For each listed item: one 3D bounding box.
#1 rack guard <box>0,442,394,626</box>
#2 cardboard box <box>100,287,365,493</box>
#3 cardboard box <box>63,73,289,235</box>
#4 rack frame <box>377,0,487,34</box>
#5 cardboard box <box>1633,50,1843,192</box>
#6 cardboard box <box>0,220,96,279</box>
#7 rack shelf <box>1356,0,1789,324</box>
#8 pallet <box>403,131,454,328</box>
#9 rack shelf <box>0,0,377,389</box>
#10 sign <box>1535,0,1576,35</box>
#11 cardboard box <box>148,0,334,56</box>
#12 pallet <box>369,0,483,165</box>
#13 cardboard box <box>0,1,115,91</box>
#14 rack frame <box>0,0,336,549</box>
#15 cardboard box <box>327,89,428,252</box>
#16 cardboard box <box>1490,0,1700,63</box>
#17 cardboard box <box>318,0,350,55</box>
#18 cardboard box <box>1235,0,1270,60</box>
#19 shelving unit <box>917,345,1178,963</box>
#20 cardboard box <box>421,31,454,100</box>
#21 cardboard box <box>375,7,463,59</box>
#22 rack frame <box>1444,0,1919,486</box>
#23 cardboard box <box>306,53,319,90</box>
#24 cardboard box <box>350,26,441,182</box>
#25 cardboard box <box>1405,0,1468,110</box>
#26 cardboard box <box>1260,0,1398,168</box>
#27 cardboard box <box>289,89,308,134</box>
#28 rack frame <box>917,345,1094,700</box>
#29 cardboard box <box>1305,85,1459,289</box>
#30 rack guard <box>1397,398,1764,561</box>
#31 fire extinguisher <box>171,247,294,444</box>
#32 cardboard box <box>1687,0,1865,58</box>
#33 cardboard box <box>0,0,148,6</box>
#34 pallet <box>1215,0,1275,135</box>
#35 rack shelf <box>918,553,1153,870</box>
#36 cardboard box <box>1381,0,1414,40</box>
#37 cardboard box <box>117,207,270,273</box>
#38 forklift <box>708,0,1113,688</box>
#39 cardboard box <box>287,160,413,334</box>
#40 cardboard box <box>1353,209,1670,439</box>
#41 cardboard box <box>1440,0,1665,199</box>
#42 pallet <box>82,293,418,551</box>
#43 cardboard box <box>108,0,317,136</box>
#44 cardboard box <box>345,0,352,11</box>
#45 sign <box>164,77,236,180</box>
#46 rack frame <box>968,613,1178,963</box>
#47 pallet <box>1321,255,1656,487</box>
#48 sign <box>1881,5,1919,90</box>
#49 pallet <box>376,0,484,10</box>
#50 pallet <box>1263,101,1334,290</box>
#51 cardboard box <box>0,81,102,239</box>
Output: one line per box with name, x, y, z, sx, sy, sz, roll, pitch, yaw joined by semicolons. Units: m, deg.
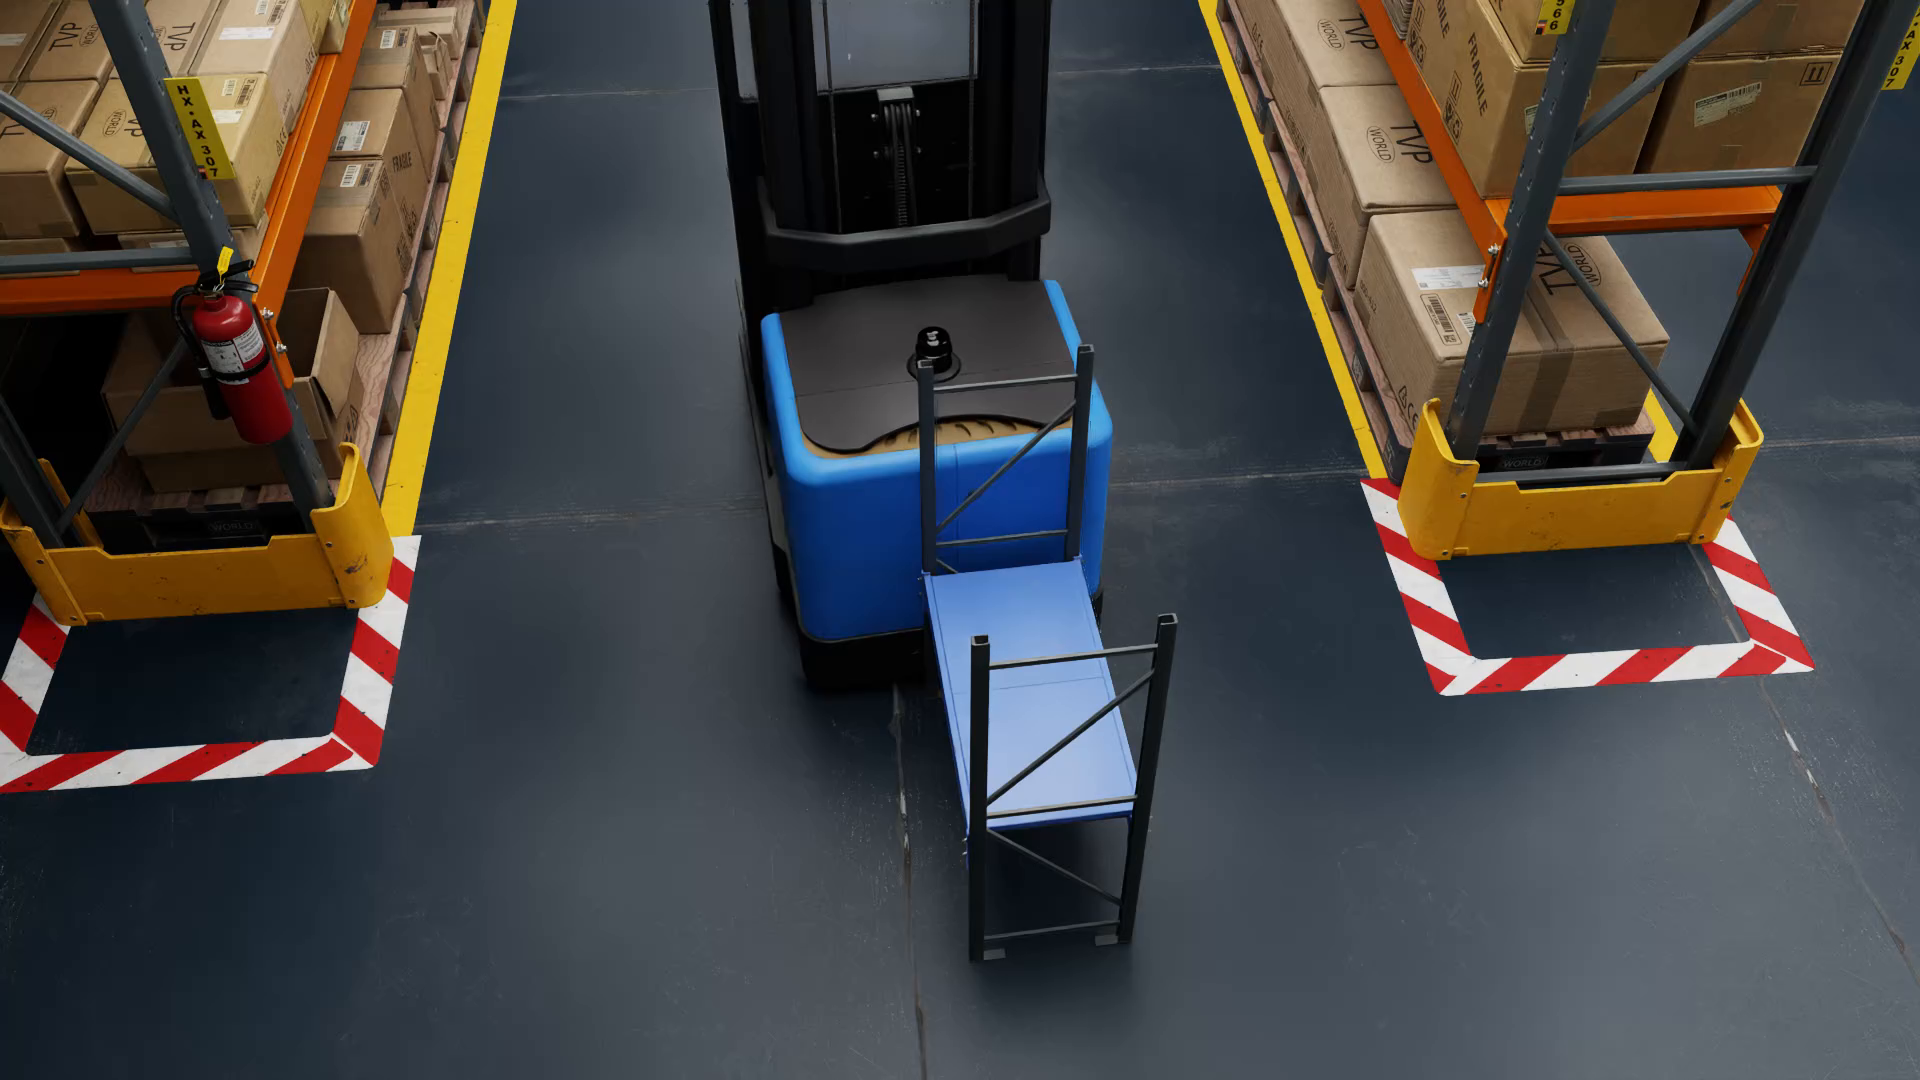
rack guard;-2.688;-0.019;5.924;1.175;0.500;0.348;-3;47;-3
cardboard box;-2.639;-0.558;6.143;0.797;0.503;0.637;-5;47;-5
cardboard box;-2.452;-1.219;5.237;0.500;0.250;0.500;-3;47;-3
rack frame;-3.017;-3.718;7.705;1.000;3.000;0.127;-3;47;-3
cardboard box;2.510;-1.527;5.562;0.500;0.500;0.500;-4;47;-4
cardboard box;-2.977;-0.961;5.267;0.380;0.149;0.250;-4;47;-4
rack shelf;2.096;-2.328;6.884;1.077;0.370;4.000;-3;47;-3
pallet;-2.855;-1.377;7.409;1.003;0.211;1.213;-3;47;-3
rack shelf;-2.850;-2.024;6.596;1.077;0.370;4.000;-3;47;-3
sign;1.722;-1.585;4.725;0.100;0.325;0.005;-3;47;-3
cardboard box;-2.540;-1.951;5.930;0.500;0.250;0.500;-4;47;-4
pallet;-2.960;-2.262;8.247;1.003;0.211;1.213;-3;47;-3
cardboard box;-3.027;-1.564;5.564;0.500;0.250;0.500;-3;47;-3
rack frame;-2.682;-0.824;4.964;1.000;3.000;0.127;-3;47;-3
cardboard box;-2.616;-1.566;7.100;0.500;0.500;0.500;-3;47;-3
cardboard box;1.986;-1.841;5.170;0.500;0.500;0.500;-2;47;-2
cardboard box;-2.495;-1.927;6.182;0.380;0.149;0.250;-5;47;-4
cardboard box;1.875;-2.825;8.335;0.875;0.438;0.875;-4;47;-4
shelving unit;0.202;0.364;4.872;0.538;1.500;1.048;-6;47;-6
cardboard box;-2.648;-2.279;7.936;0.396;0.266;0.258;-2;47;-2
cardboard box;-2.678;-2.497;8.223;0.380;0.149;0.250;-5;47;-4
rack frame;2.264;-1.128;5.253;1.000;3.000;0.127;-3;47;-3
cardboard box;-2.548;-1.740;6.005;0.380;0.149;0.250;-3;47;-3
cardboard box;-2.759;-1.929;7.443;0.700;0.500;0.500;-5;47;-5
cardboard box;1.933;-1.860;5.876;0.500;0.500;0.500;-4;47;-4
cardboard box;1.950;-2.177;7.721;0.875;0.438;0.875;-5;47;-4
cardboard box;-2.520;-1.548;5.823;0.380;0.149;0.250;-2;47;-2
rack frame;0.130;-0.001;5.218;0.500;1.500;0.032;-6;47;-6
cardboard box;2.024;-1.525;7.104;0.875;0.438;0.875;-2;47;-2
rack guard;2.266;-0.251;6.144;1.175;0.500;0.348;-3;47;-3
fire extinguisher;-2.209;-0.591;5.054;0.296;0.674;0.183;-3;47;-3
cardboard box;2.507;-1.871;5.199;0.500;0.500;0.500;-4;47;-4
cardboard box;-3.064;-1.923;5.904;0.500;0.250;0.500;-2;47;-2
pallet;1.915;-2.509;8.480;1.003;0.211;1.213;-3;47;-3
rack shelf;0.202;0.488;5.003;0.538;0.185;1.000;-6;47;-6
cardboard box;1.880;-2.231;6.228;0.500;0.500;0.500;-2;47;-2
cardboard box;-2.436;-0.992;5.297;0.380;0.149;0.250;-4;47;-4
forklift;-0.298;-1.593;5.740;1.130;2.935;3.031;-8;47;-8
cardboard box;-2.672;-1.178;6.732;0.700;0.500;0.500;-2;47;-2
cardboard box;2.109;-0.863;6.477;0.875;0.438;0.875;-5;47;-5
cardboard box;1.960;-1.496;5.532;0.500;0.500;0.500;-3;47;-3
pallet;-2.756;-0.497;6.575;1.003;0.211;1.213;-3;47;-3
cardboard box;-2.494;-1.584;5.583;0.500;0.250;0.500;-3;47;-3
cardboard box;-2.537;-2.116;6.361;0.380;0.149;0.250;-3;47;-2
sign;-2.141;-1.155;4.681;0.100;0.325;0.005;-3;47;-3
rack frame;0.275;0.729;4.526;0.500;1.500;0.032;-6;47;-6
pallet;2.119;-0.743;6.808;1.003;0.211;1.213;-3;47;-3
sign;2.817;-1.483;4.937;0.100;0.325;0.005;-3;47;-3
pallet;-3.123;-3.345;9.273;1.003;0.211;1.213;-3;47;-3
pallet;2.020;-1.624;7.643;1.003;0.211;1.213;-3;47;-3
cardboard box;-2.985;-1.191;5.211;0.500;0.250;0.500;-2;47;-2
